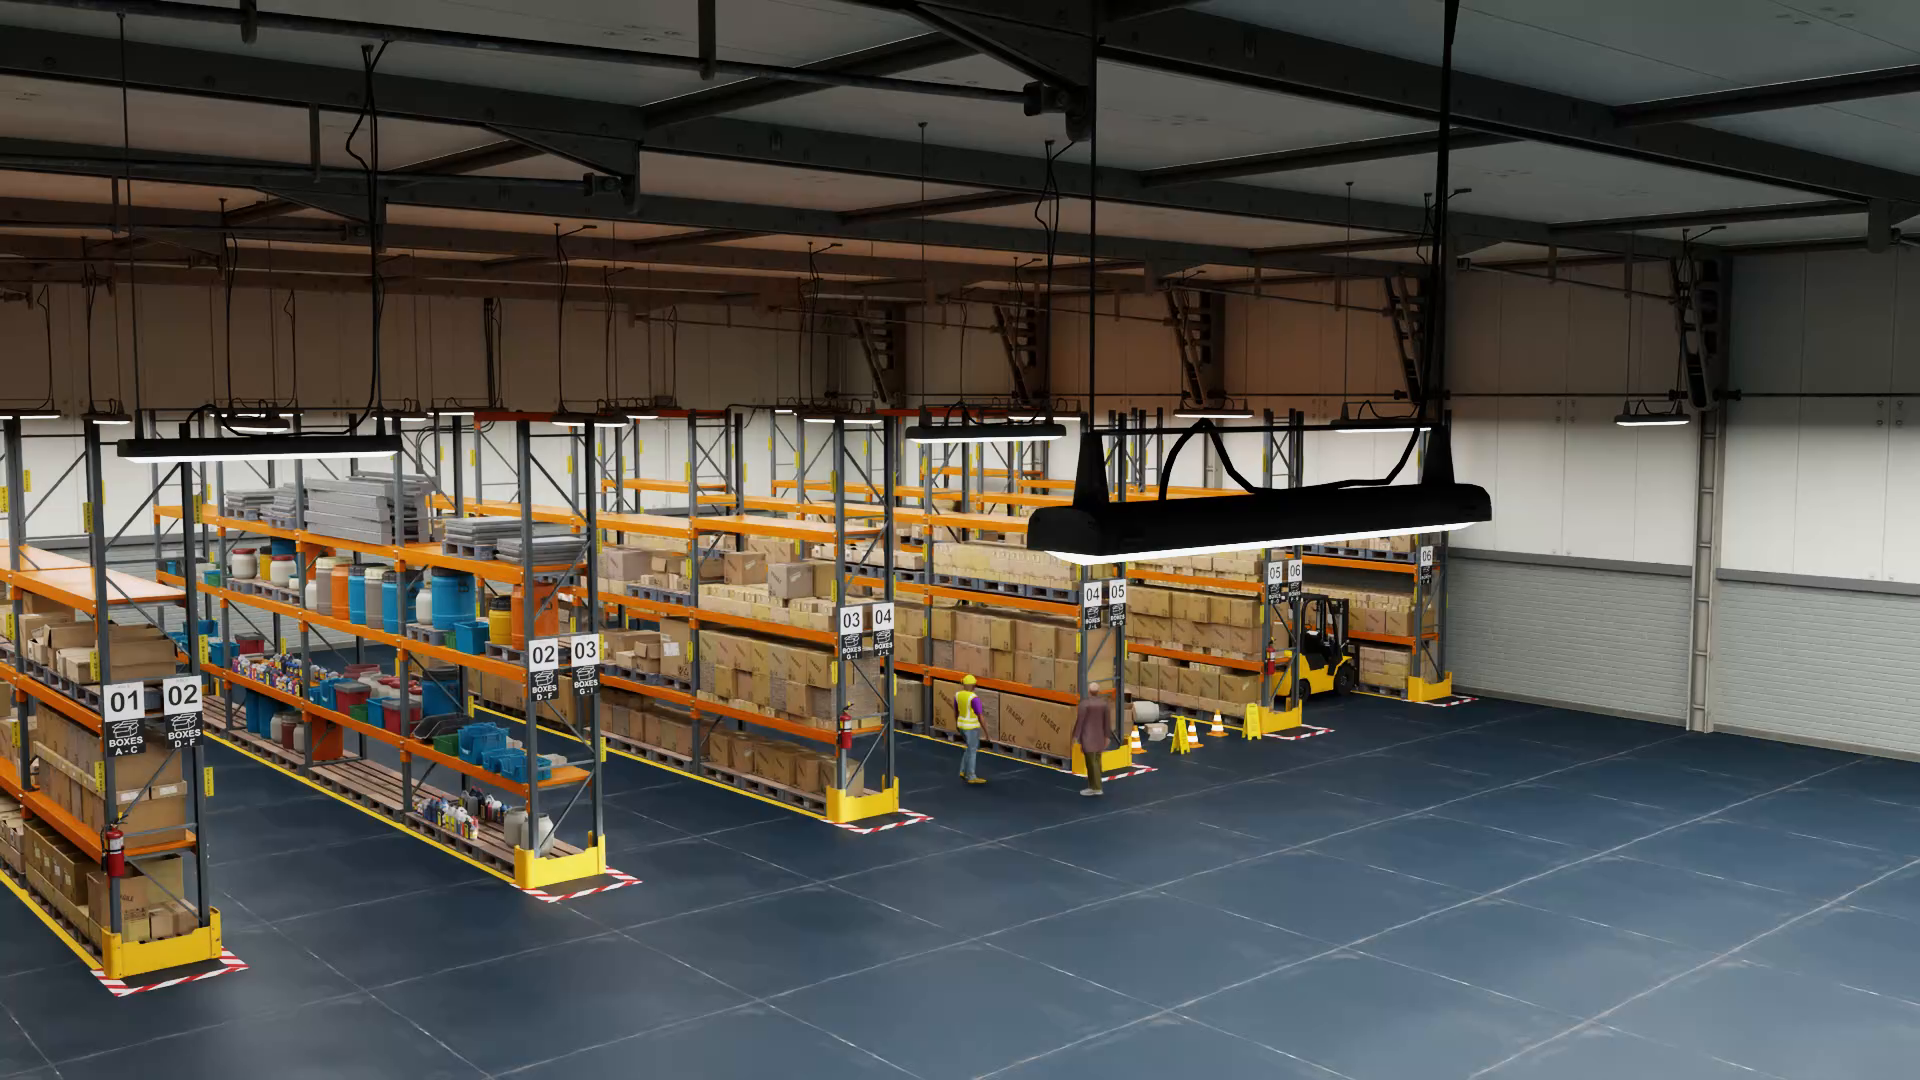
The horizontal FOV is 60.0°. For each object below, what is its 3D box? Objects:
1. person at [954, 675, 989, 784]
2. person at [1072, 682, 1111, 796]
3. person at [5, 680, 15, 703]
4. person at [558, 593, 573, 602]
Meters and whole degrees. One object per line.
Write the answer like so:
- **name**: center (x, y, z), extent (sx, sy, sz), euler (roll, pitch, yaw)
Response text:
- **person**: center (0.184, 3.088, 27.101), extent (0.434, 1.801, 0.629), euler (-3, 6, -27)
- **person**: center (2.096, 3.144, 26.249), extent (0.650, 1.801, 0.463), euler (-3, 6, -32)
- **person**: center (-17.871, 2.761, 31.373), extent (1.072, 1.609, 0.449), euler (2, 6, 26)
- **person**: center (-9.506, 1.903, 40.226), extent (0.593, 1.802, 0.368), euler (-3, 6, -34)
